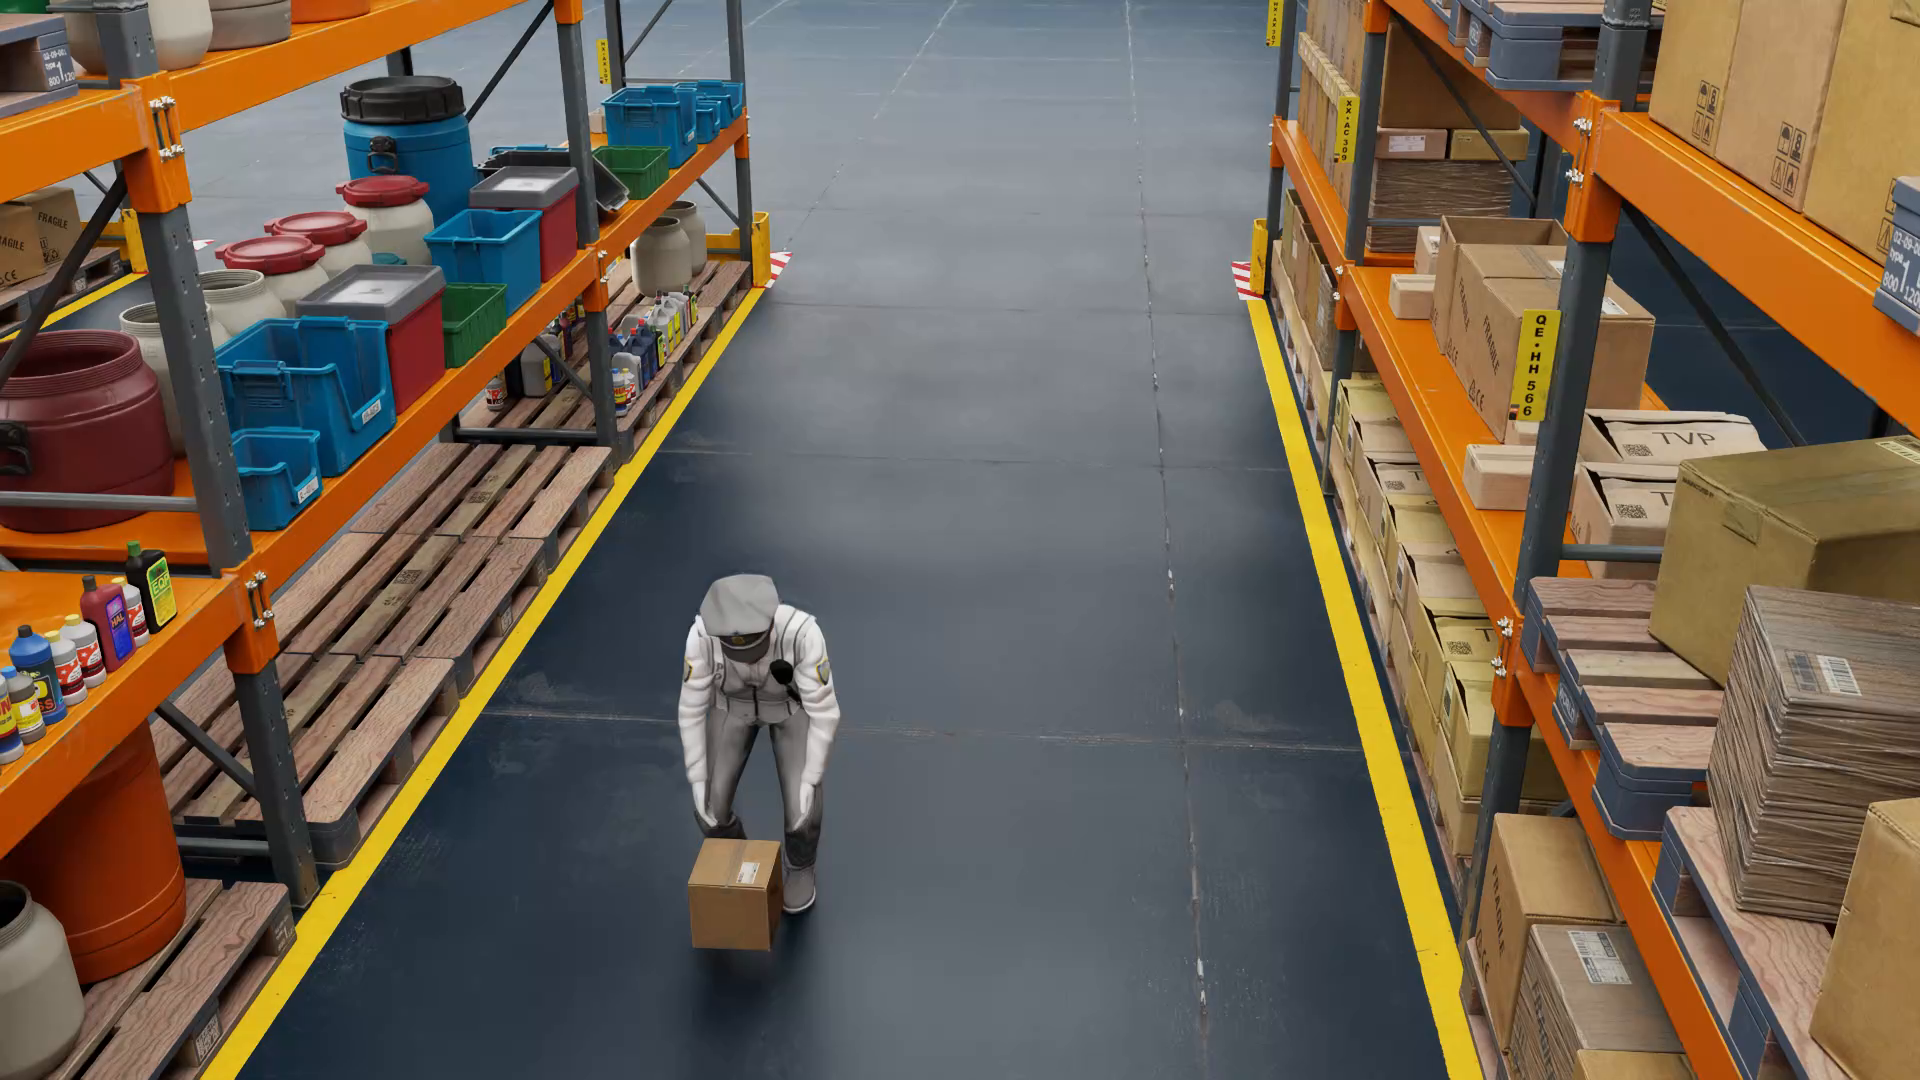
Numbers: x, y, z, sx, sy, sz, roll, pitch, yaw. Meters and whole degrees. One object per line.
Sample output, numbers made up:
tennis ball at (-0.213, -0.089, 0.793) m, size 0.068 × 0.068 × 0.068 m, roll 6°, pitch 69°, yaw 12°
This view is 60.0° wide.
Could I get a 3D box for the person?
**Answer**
person at (-0.654, 0.663, 5.558) m, size 0.535 × 1.342 × 0.723 m, roll 2°, pitch 25°, yaw 4°
